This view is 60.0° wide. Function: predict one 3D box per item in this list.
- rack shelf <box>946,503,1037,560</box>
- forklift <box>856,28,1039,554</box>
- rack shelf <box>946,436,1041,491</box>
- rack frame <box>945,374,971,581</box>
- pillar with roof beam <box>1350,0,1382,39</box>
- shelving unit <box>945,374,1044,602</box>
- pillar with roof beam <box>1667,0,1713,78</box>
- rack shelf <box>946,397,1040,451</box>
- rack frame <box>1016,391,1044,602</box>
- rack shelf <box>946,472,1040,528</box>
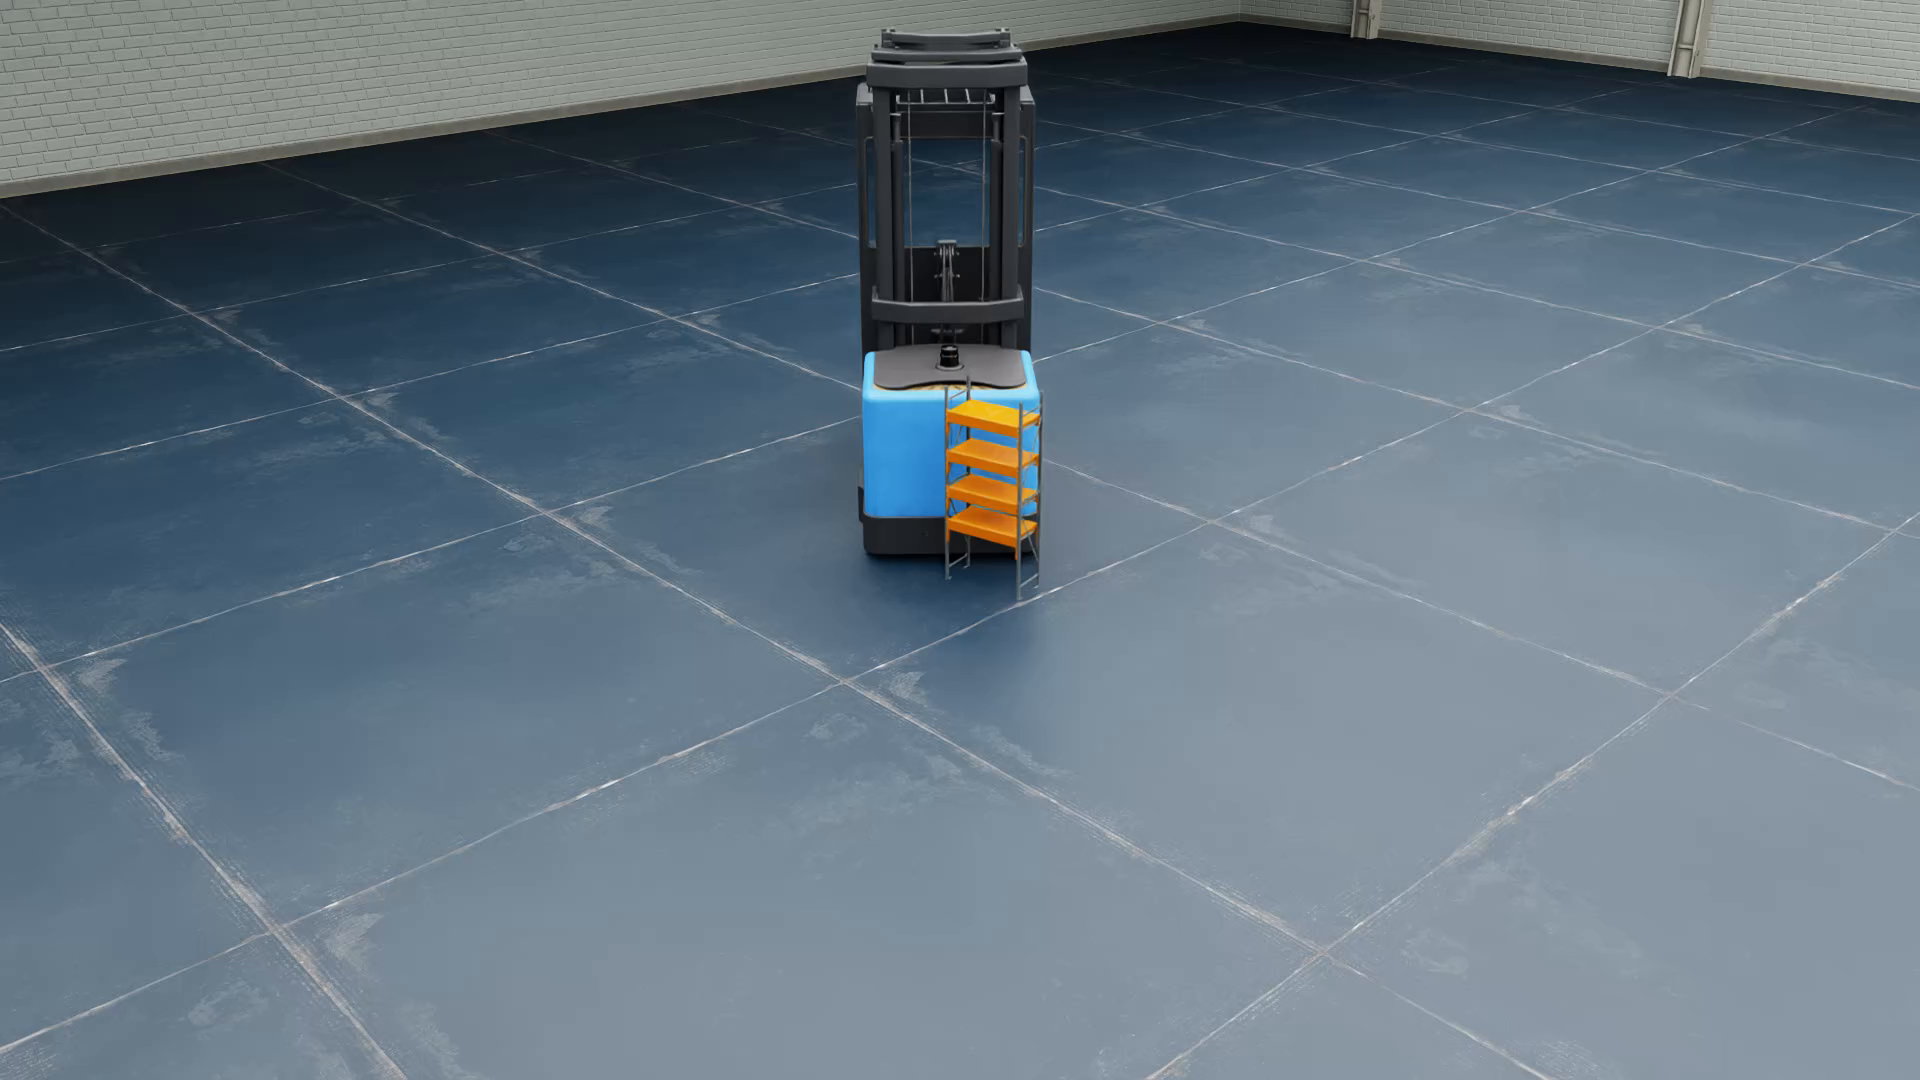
[{"bbox_3d":[0.189,-0.050,9.555,0.480,0.148,0.258,16,29,31],"label":"rack shelf"},{"bbox_3d":[-0.097,-1.815,10.698,1.130,2.935,3.031,-1,25,-2],"label":"forklift"},{"bbox_3d":[0.189,-0.434,9.380,0.480,0.148,0.258,16,29,31],"label":"rack shelf"},{"bbox_3d":[-0.013,-0.349,9.569,0.015,1.200,0.240,16,29,31],"label":"rack frame"},{"bbox_3d":[4.245,-12.063,25.851,9.100,9.000,0.400,-21,32,-38],"label":"pillar with roof beam"},{"bbox_3d":[0.189,-0.292,9.445,0.503,1.200,0.258,16,29,31],"label":"shelving unit"},{"bbox_3d":[8.346,-10.245,21.866,9.100,9.000,0.400,-21,32,-38],"label":"pillar with roof beam"},{"bbox_3d":[0.189,-0.650,9.282,0.480,0.148,0.258,16,29,31],"label":"rack shelf"},{"bbox_3d":[0.392,-0.236,9.321,0.015,1.200,0.240,16,29,31],"label":"rack frame"},{"bbox_3d":[0.189,-0.231,9.473,0.480,0.148,0.258,16,29,31],"label":"rack shelf"}]
